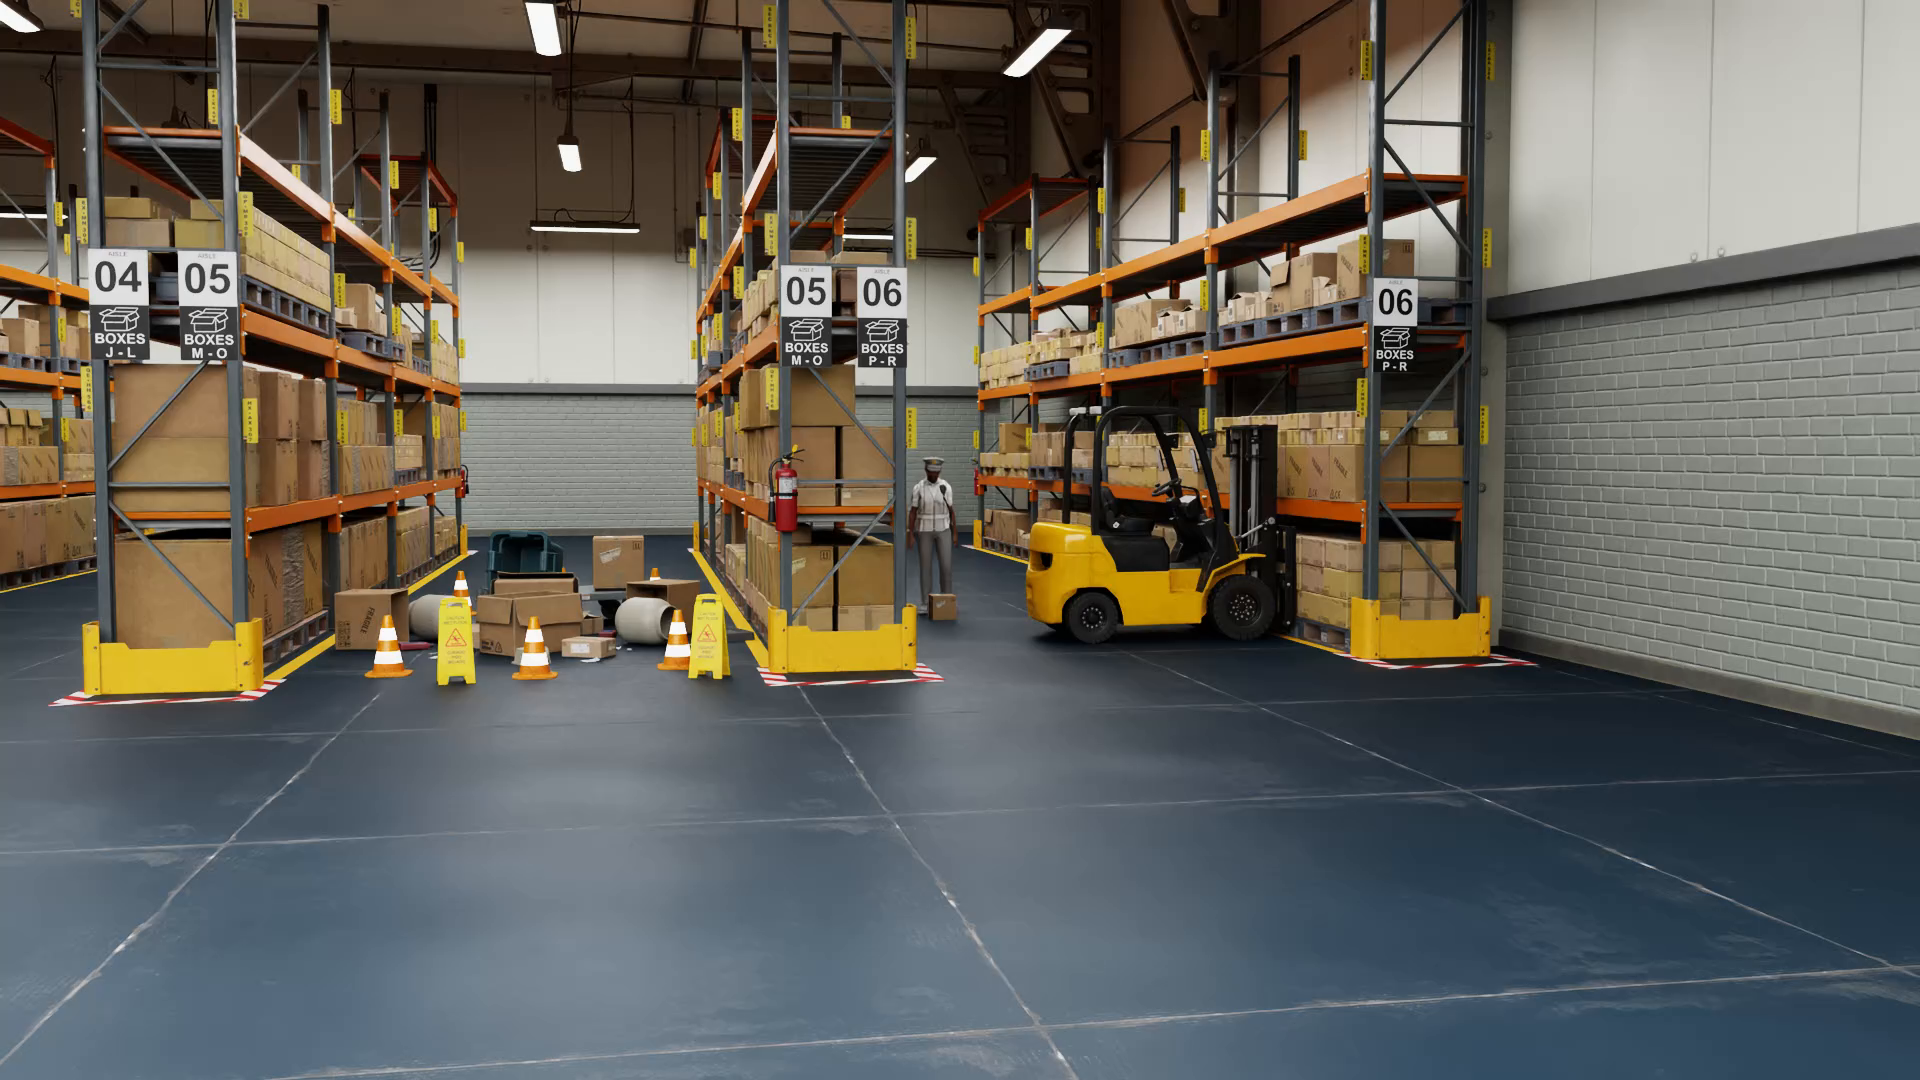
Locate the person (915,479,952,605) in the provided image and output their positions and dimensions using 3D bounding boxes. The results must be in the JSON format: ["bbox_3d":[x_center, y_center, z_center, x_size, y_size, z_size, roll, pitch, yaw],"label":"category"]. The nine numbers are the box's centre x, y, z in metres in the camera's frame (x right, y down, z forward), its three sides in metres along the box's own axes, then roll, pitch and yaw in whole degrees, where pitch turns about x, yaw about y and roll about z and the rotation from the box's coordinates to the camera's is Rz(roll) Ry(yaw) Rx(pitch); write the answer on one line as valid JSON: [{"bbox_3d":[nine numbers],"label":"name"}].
[{"bbox_3d":[-0.281,0.035,17.747,0.393,1.358,0.350,0,3,-4],"label":"person"}]
